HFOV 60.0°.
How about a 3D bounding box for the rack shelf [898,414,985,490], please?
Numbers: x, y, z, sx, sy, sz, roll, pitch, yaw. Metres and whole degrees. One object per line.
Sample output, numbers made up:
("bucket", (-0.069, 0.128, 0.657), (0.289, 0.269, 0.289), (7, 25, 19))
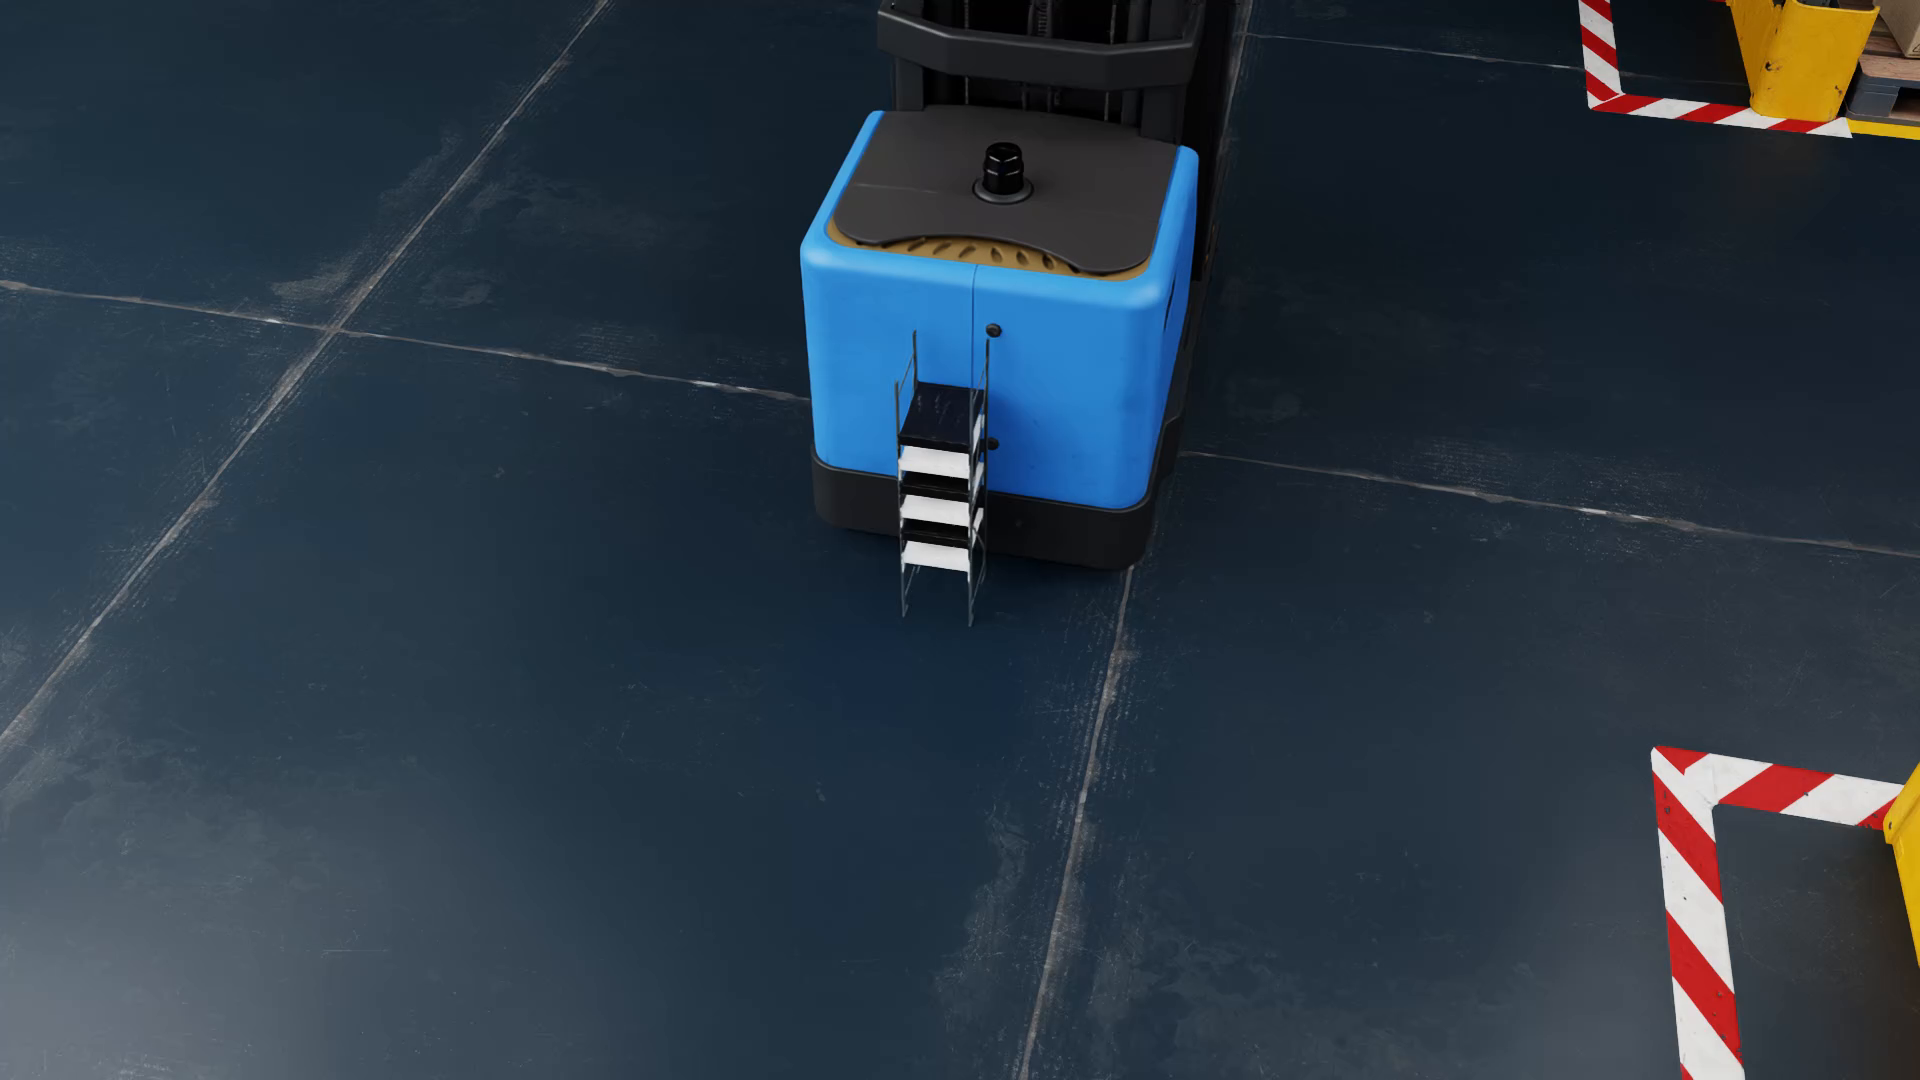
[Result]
("rack shelf", (-0.046, -0.263, 4.662), (0.200, 0.077, 0.258), (8, 44, 8))

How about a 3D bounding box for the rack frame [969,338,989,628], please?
("rack frame", (0.053, -0.143, 4.749), (0.006, 0.900, 0.240), (8, 44, 8))

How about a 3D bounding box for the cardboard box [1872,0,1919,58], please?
("cardboard box", (4.285, -2.311, 7.110), (0.500, 0.311, 0.500), (4, 44, 4))

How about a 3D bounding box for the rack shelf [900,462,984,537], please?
("rack shelf", (-0.046, -0.133, 4.787), (0.200, 0.077, 0.258), (8, 44, 8))

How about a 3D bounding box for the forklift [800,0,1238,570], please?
("forklift", (0.369, -2.003, 5.217), (1.130, 2.935, 3.031), (9, 45, 9))

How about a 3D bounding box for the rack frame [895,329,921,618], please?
("rack frame", (-0.146, -0.171, 4.779), (0.006, 0.900, 0.240), (8, 44, 8))

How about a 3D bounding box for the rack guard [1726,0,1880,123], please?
("rack guard", (3.704, -2.375, 7.357), (0.348, 0.500, 1.175), (9, 45, 9))

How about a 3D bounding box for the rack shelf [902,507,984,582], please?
("rack shelf", (-0.046, -0.003, 4.912), (0.200, 0.077, 0.258), (8, 44, 8))

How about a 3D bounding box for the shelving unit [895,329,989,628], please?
("shelving unit", (-0.046, -0.157, 4.764), (0.210, 0.900, 0.258), (8, 44, 8))

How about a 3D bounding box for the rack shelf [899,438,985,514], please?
("rack shelf", (-0.046, -0.198, 4.725), (0.200, 0.077, 0.258), (8, 44, 8))

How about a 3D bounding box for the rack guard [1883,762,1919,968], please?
("rack guard", (2.528, 0.963, 3.889), (0.348, 0.500, 1.175), (9, 45, 9))

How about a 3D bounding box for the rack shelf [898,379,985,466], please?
("rack shelf", (-0.046, -0.327, 4.600), (0.200, 0.077, 0.258), (8, 44, 8))

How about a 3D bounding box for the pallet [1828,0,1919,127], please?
("pallet", (4.489, -2.124, 7.305), (1.213, 0.211, 1.003), (9, 45, 9))

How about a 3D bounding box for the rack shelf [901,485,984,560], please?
("rack shelf", (-0.046, -0.068, 4.850), (0.200, 0.077, 0.258), (8, 44, 8))

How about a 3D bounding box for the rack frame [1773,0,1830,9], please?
("rack frame", (3.630, -3.287, 6.502), (0.127, 3.000, 1.000), (9, 45, 9))
